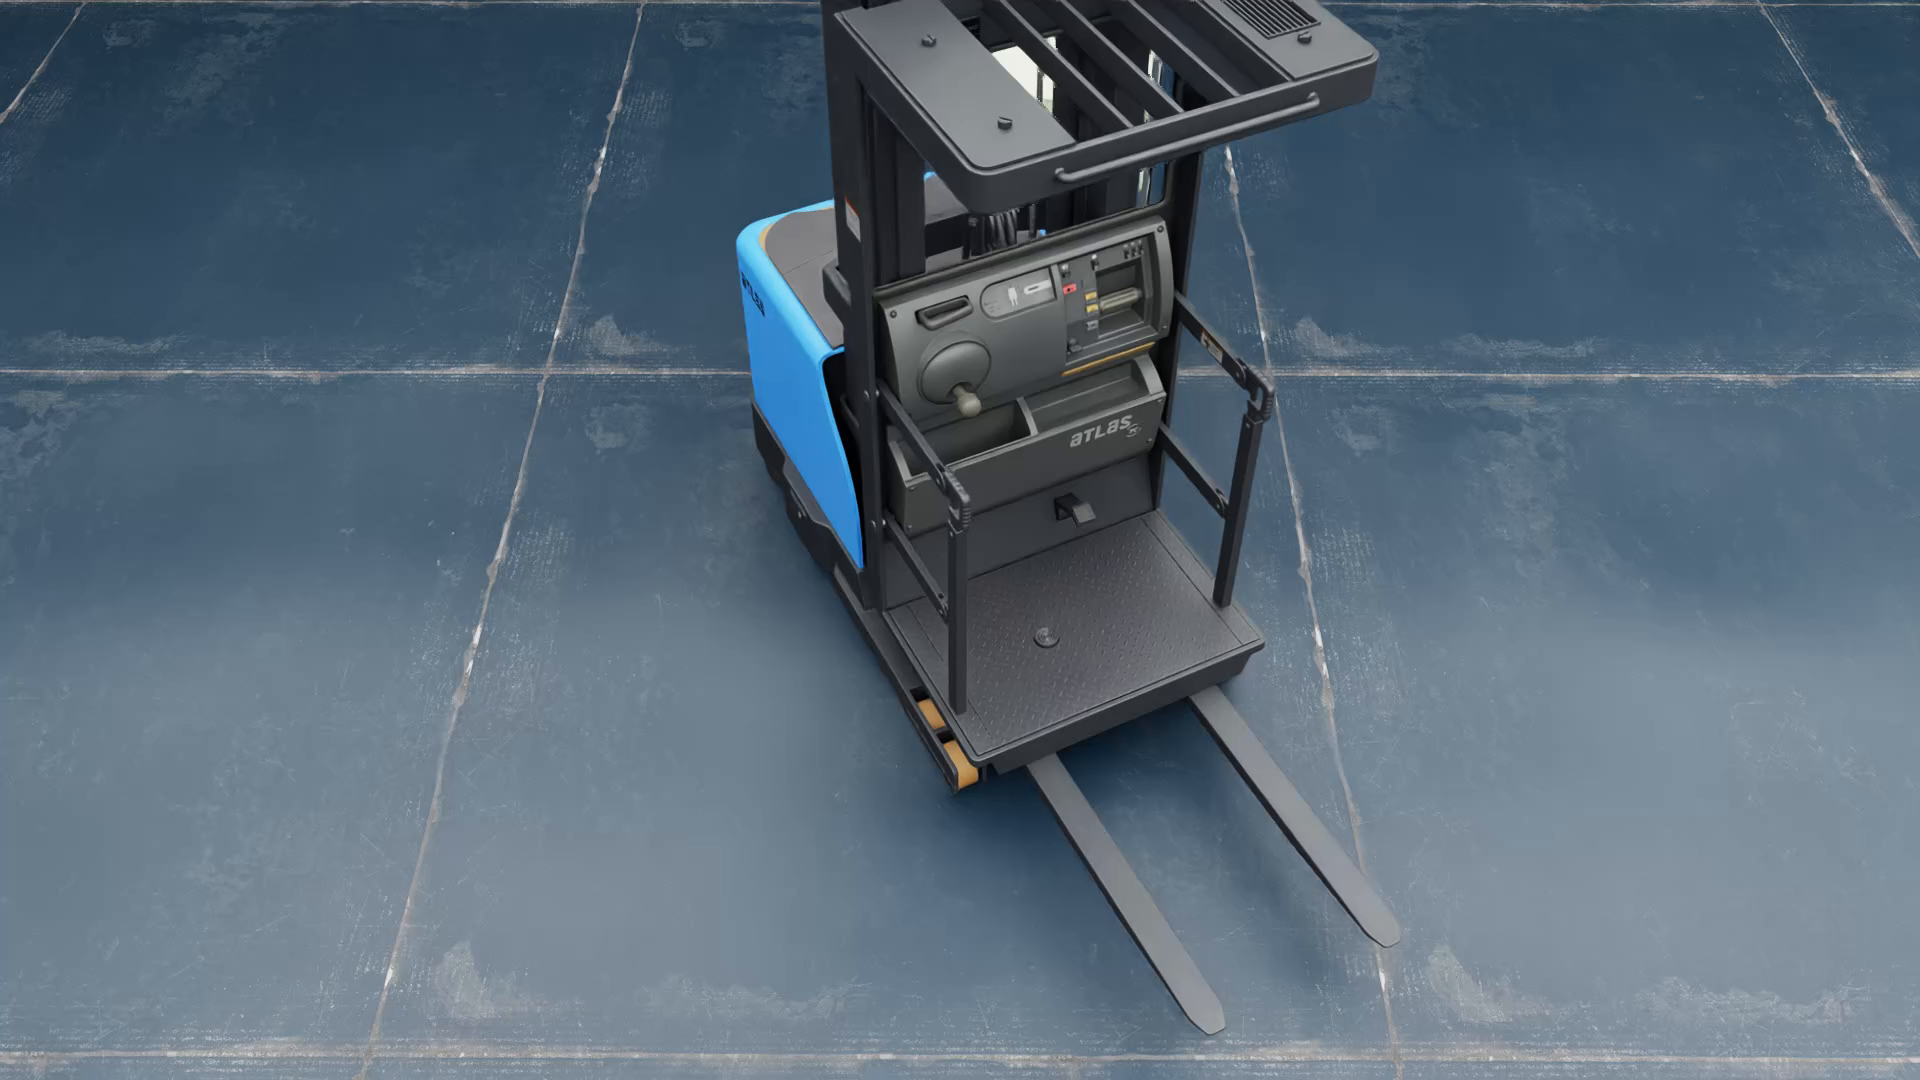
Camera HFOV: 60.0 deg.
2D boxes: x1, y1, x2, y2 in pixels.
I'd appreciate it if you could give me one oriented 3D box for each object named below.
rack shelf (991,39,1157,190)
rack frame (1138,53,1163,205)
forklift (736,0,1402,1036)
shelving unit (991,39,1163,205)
[{"bbox_3d":[0.352,-1.614,6.194,0.720,0.370,0.431,8,48,7],"label":"rack shelf"},{"bbox_3d":[0.712,-1.300,6.435,0.023,1.500,0.400,8,48,7],"label":"rack frame"},{"bbox_3d":[0.313,-0.558,4.767,1.130,2.935,3.031,-20,50,-18],"label":"forklift"},{"bbox_3d":[0.352,-1.348,6.480,0.755,1.500,0.431,8,48,7],"label":"shelving unit"}]
